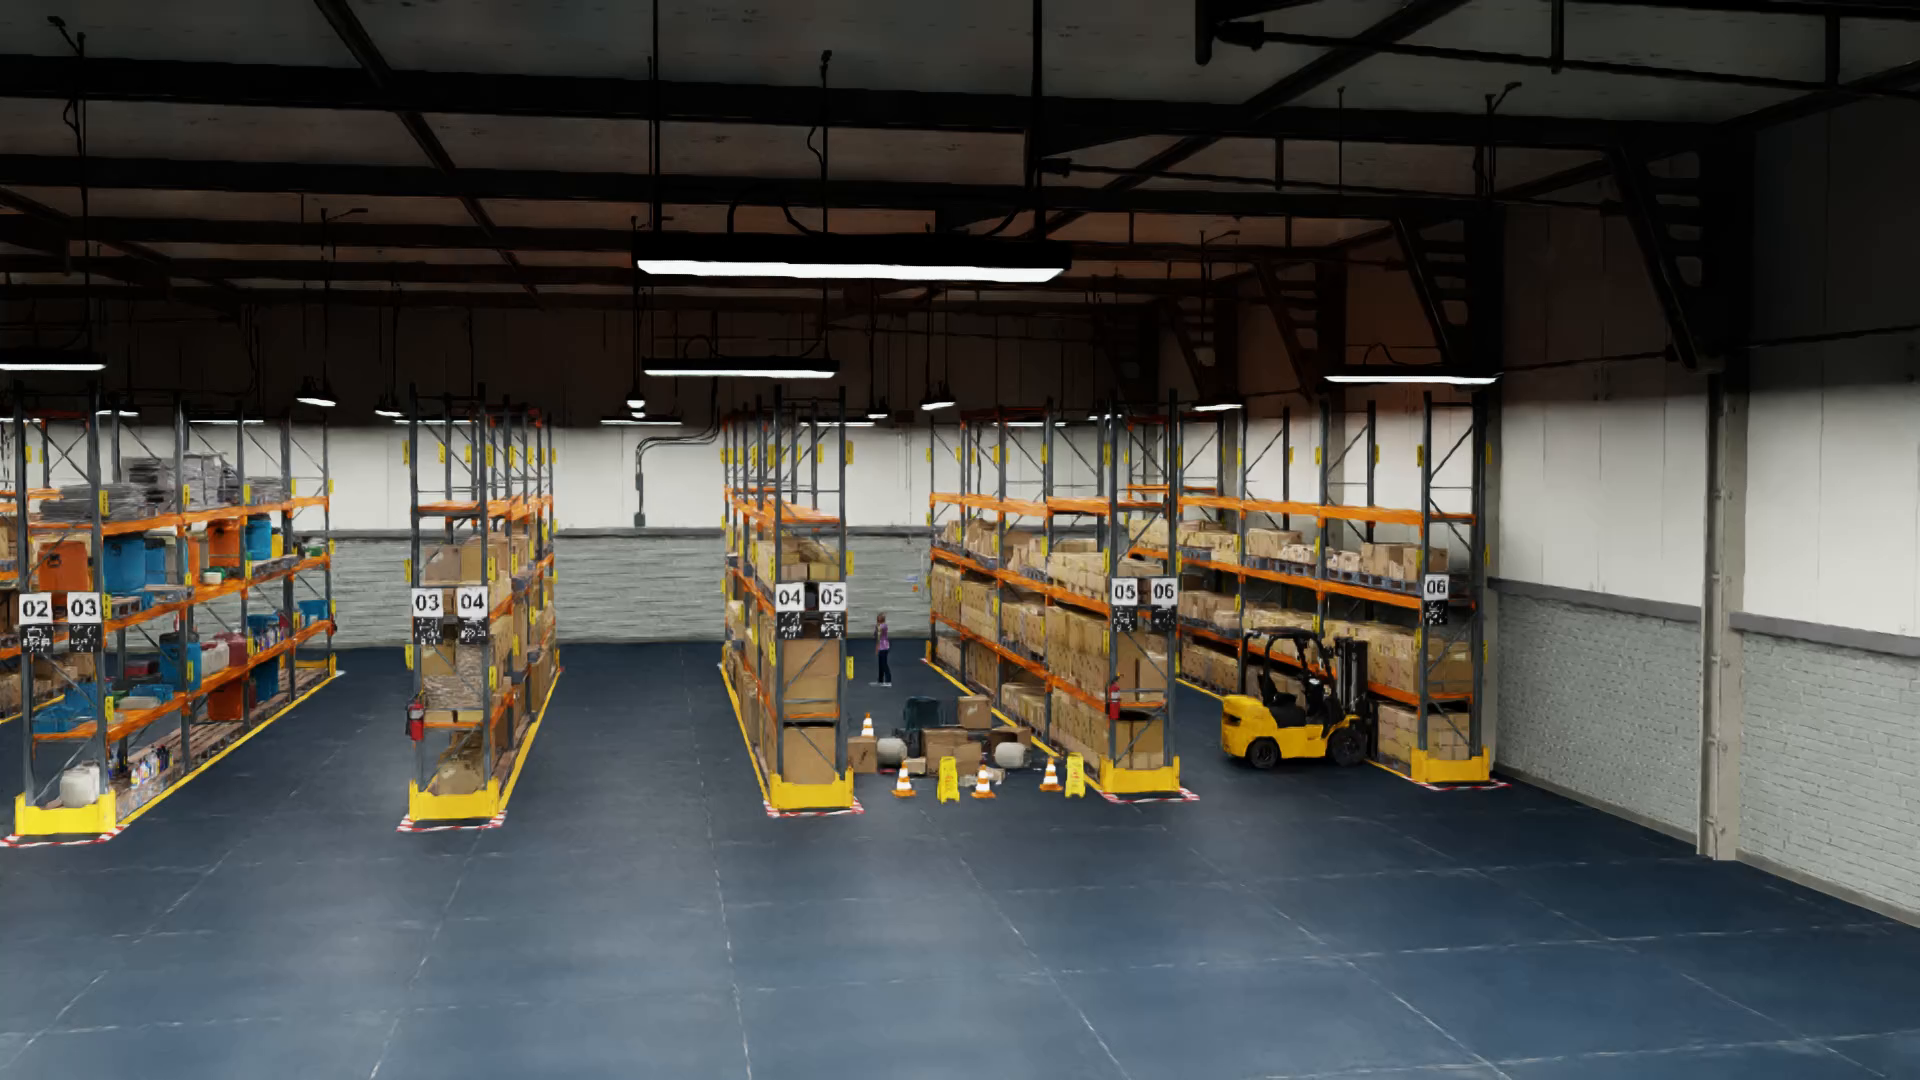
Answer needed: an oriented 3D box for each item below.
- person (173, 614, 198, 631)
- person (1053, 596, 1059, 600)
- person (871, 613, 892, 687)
[{"bbox_3d":[-17.299,2.254,37.104,0.565,1.736,1.045,-1,3,-11],"label":"person"},{"bbox_3d":[2.411,1.973,43.049,0.700,1.718,0.553,-2,4,-40],"label":"person"},{"bbox_3d":[-1.709,2.369,35.998,0.532,1.588,0.535,1,3,13],"label":"person"}]
